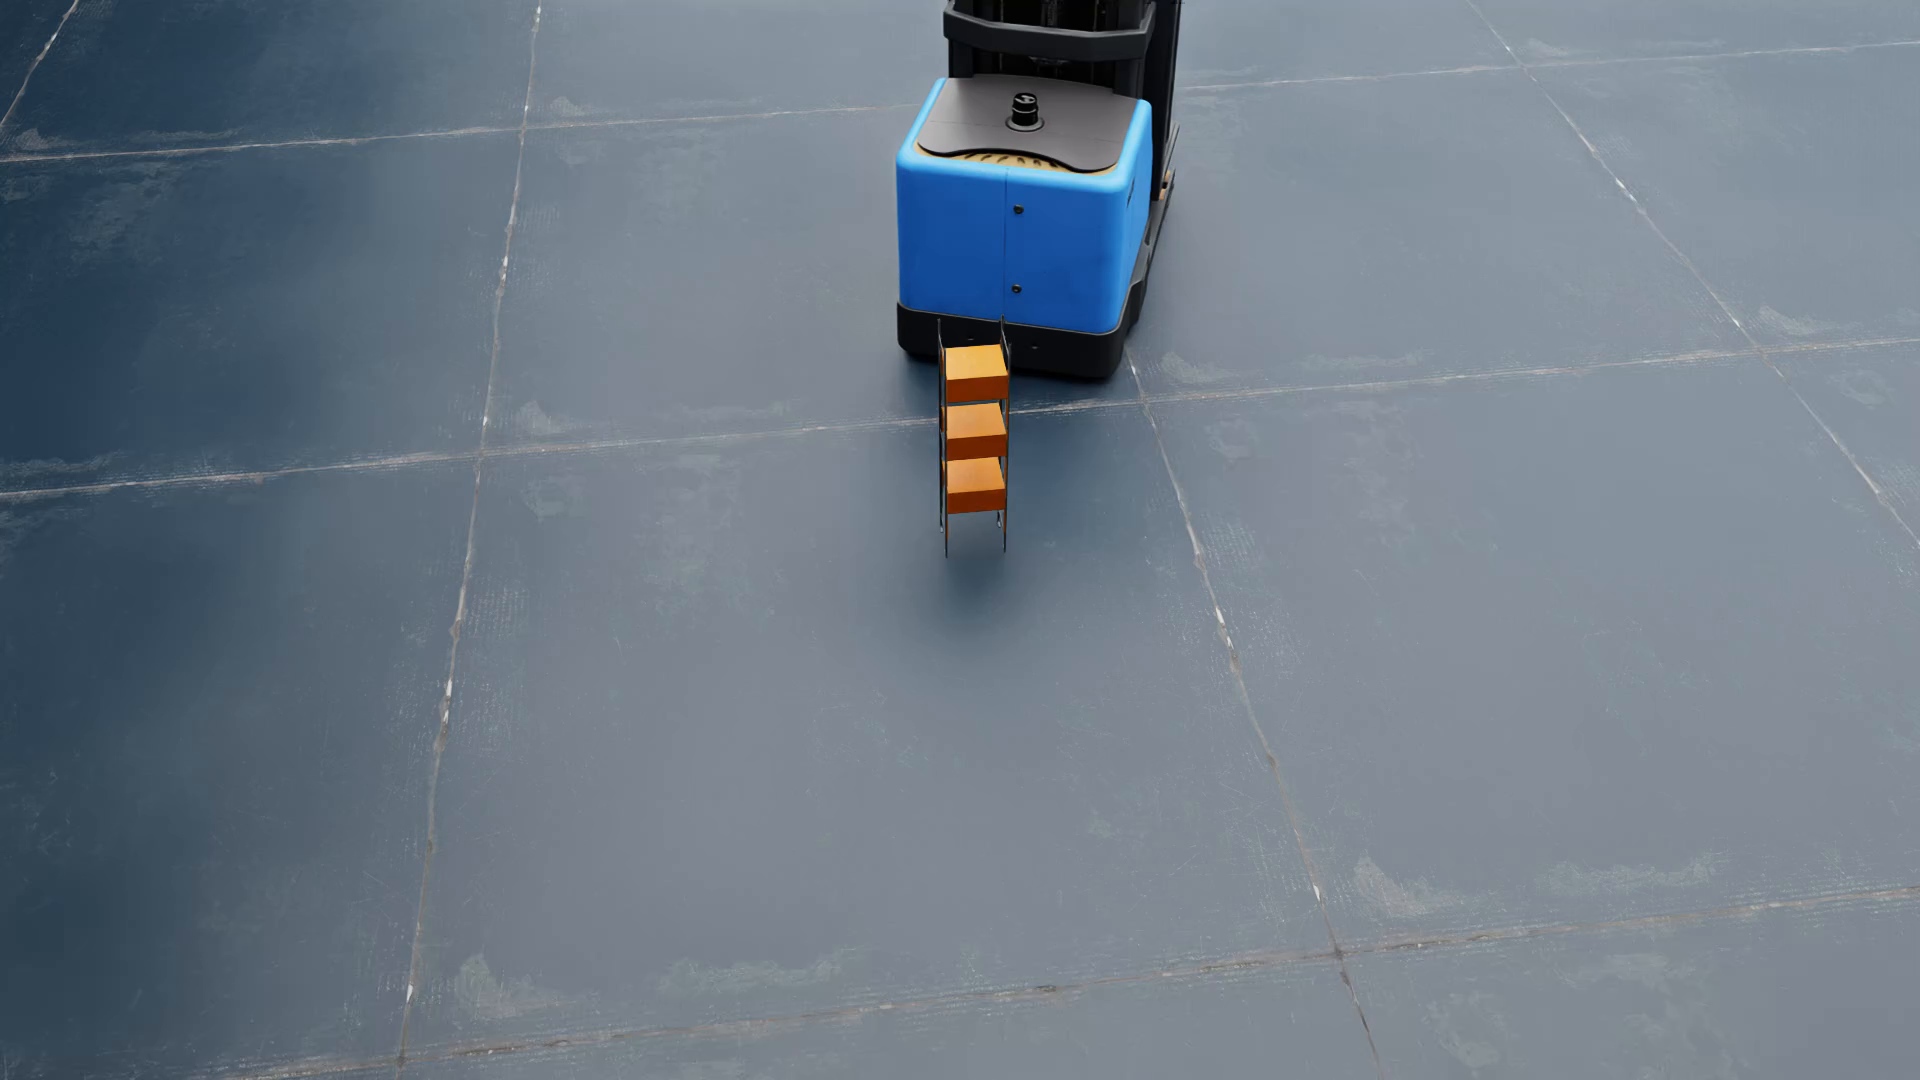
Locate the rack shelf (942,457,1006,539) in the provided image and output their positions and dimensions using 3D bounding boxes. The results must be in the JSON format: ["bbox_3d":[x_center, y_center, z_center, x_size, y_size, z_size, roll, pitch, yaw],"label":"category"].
[{"bbox_3d":[0.053,-0.180,6.794,0.240,0.259,0.215,-5,42,-6],"label":"rack shelf"}]

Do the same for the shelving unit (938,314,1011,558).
[{"bbox_3d":[0.053,-0.394,6.601,0.252,1.050,0.215,-5,42,-6],"label":"shelving unit"}]

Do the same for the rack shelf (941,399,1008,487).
[{"bbox_3d":[0.053,-0.387,6.608,0.240,0.259,0.215,-5,42,-6],"label":"rack shelf"}]

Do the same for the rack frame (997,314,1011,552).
[{"bbox_3d":[0.174,-0.405,6.612,0.008,1.050,0.200,-5,42,-6],"label":"rack frame"}]

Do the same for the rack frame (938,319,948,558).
[{"bbox_3d":[-0.068,-0.384,6.589,0.008,1.050,0.200,-5,42,-6],"label":"rack frame"}]

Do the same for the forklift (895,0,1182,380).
[{"bbox_3d":[0.536,-2.825,7.890,1.130,2.935,3.031,9,43,10],"label":"forklift"}]

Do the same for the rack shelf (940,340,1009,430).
[{"bbox_3d":[0.053,-0.597,6.418,0.240,0.259,0.215,-5,42,-6],"label":"rack shelf"}]
